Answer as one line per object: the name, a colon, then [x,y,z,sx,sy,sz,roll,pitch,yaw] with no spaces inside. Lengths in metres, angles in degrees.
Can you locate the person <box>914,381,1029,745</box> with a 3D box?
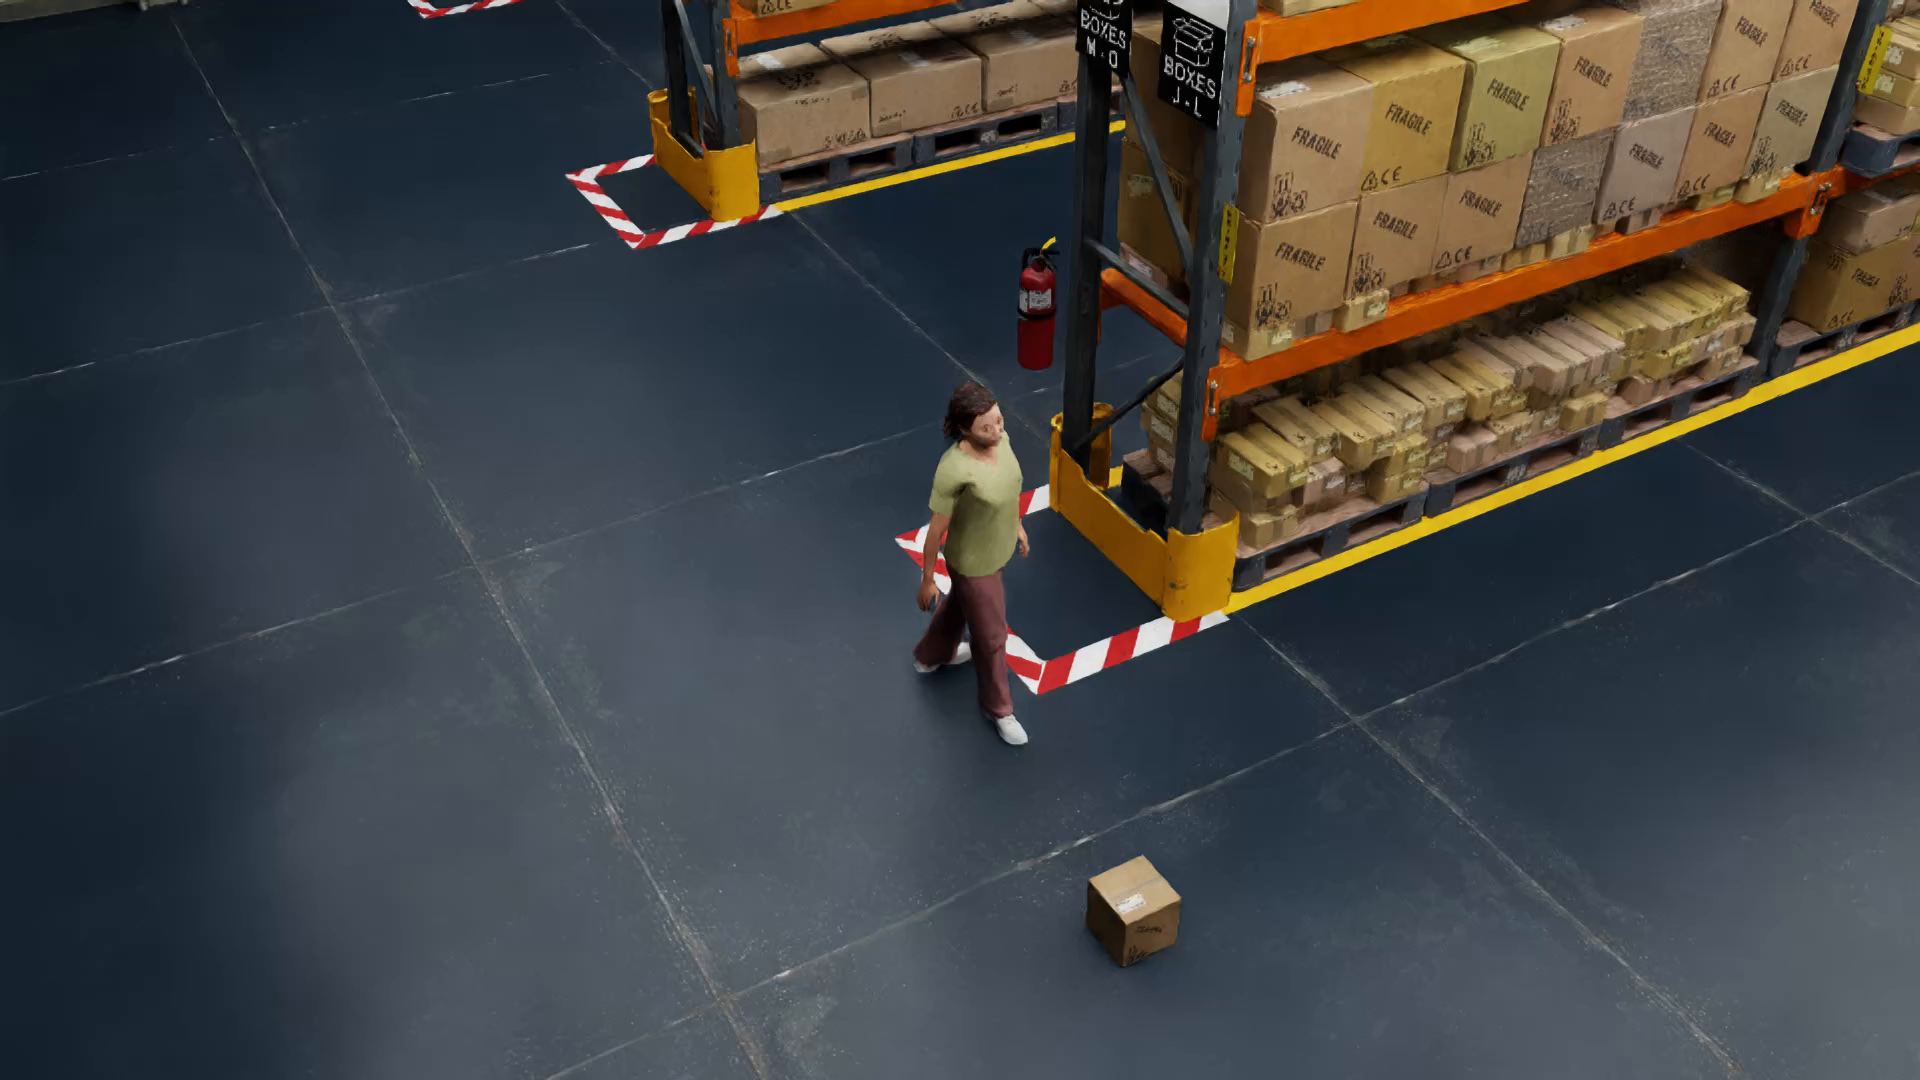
person: [0.055,0.062,6.853,0.665,1.662,0.585,19,41,23]
